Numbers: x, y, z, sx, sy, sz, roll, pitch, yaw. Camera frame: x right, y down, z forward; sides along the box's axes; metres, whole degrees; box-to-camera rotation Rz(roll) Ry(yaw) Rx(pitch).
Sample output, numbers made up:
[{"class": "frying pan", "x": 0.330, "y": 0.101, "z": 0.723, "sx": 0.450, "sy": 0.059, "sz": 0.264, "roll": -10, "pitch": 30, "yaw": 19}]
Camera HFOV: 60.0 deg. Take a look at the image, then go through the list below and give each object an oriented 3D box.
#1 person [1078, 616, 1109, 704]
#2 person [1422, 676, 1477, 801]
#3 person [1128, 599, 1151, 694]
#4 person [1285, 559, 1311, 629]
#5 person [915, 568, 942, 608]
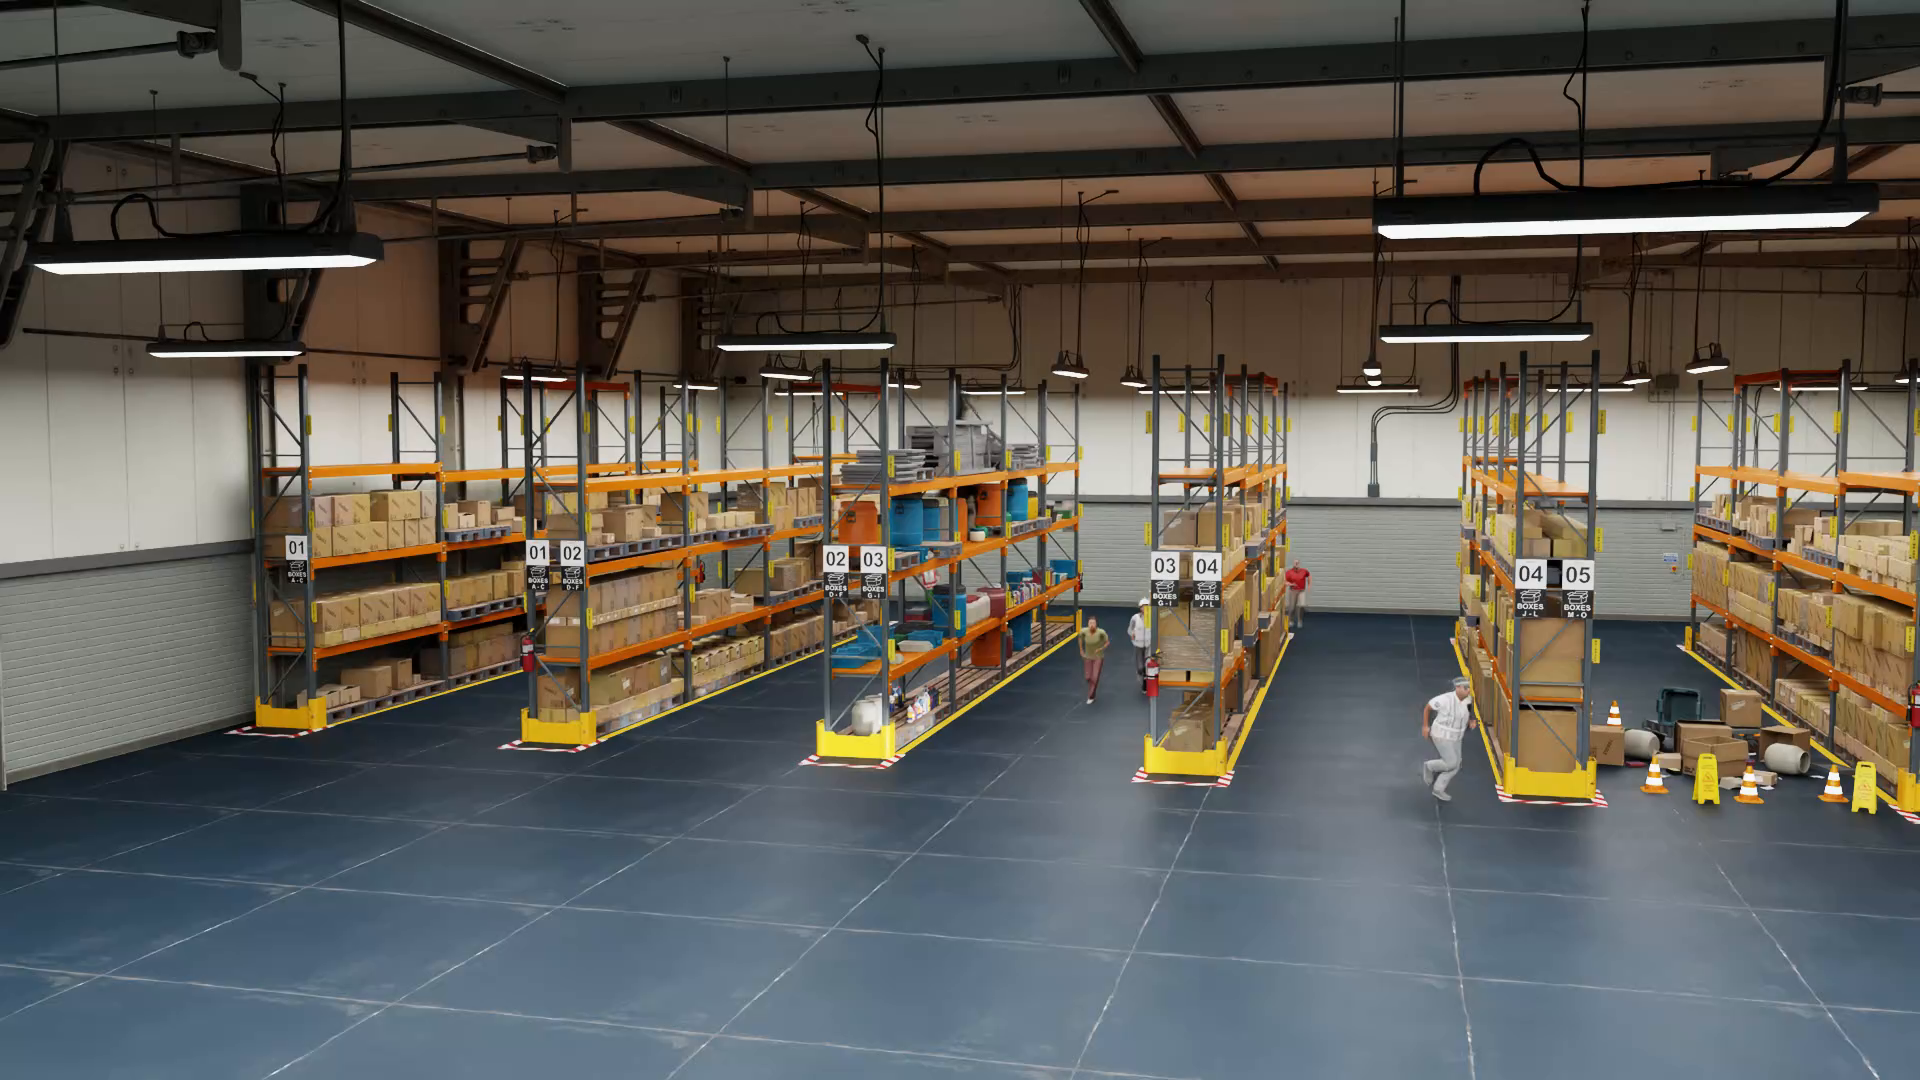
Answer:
[{"class": "person", "x": 2.415, "y": 2.153, "z": 30.030, "sx": 0.572, "sy": 1.600, "sz": 0.693, "roll": 1, "pitch": 4, "yaw": 10}, {"class": "person", "x": 6.557, "y": 2.637, "z": 22.230, "sx": 0.653, "sy": 1.701, "sz": 0.750, "roll": -3, "pitch": 5, "yaw": -36}, {"class": "person", "x": 3.481, "y": 1.969, "z": 31.320, "sx": 0.651, "sy": 1.754, "sz": 0.876, "roll": 0, "pitch": 4, "yaw": 6}, {"class": "person", "x": 8.305, "y": 1.324, "z": 40.902, "sx": 0.680, "sy": 1.708, "sz": 0.864, "roll": 0, "pitch": 4, "yaw": 6}, {"class": "person", "x": -0.763, "y": 1.250, "z": 41.868, "sx": 0.661, "sy": 1.748, "sz": 0.641, "roll": -1, "pitch": 4, "yaw": -16}]
